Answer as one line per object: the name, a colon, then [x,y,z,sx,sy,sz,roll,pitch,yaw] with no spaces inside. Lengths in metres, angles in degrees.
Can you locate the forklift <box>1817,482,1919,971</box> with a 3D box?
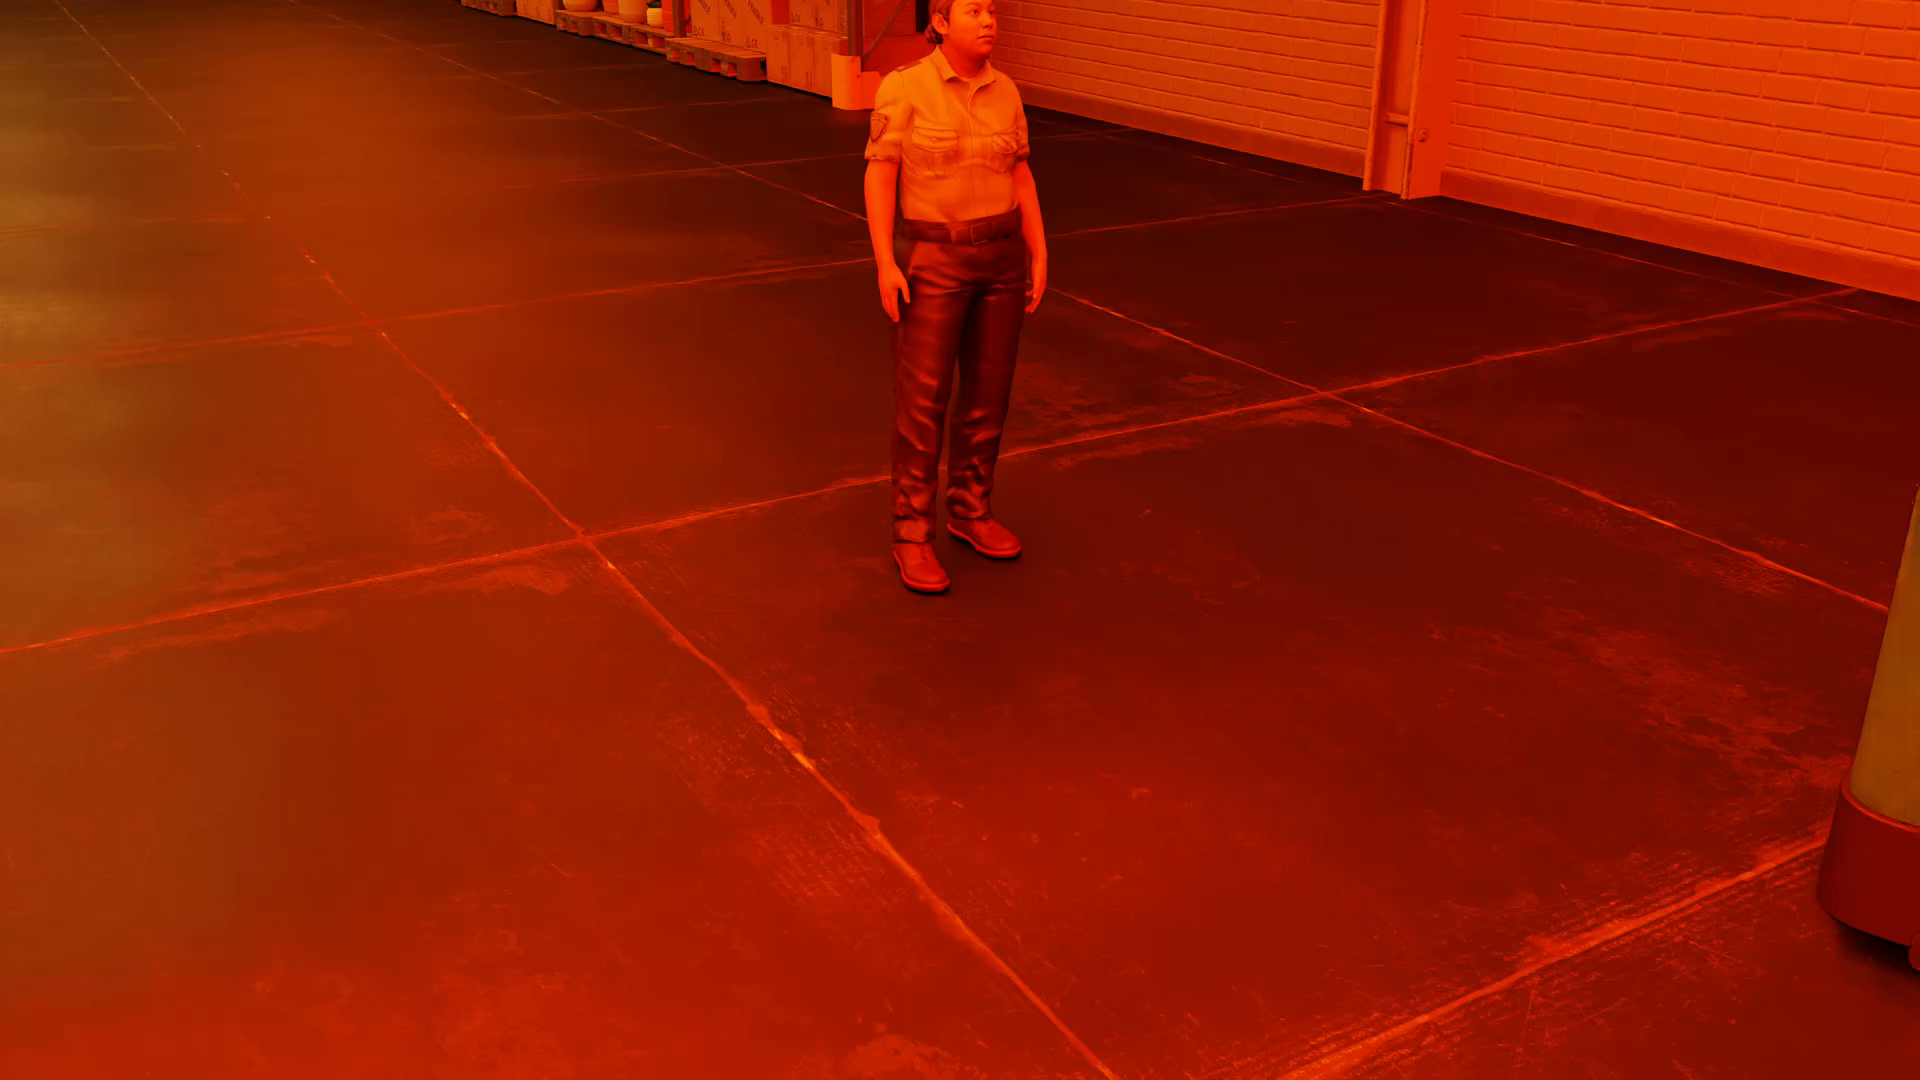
forklift: [3.137,-0.372,2.179,3.031,2.935,1.130,17,28,35]

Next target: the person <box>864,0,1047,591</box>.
person: [0.025,-0.735,4.737,0.599,1.650,0.503,-12,25,-28]
